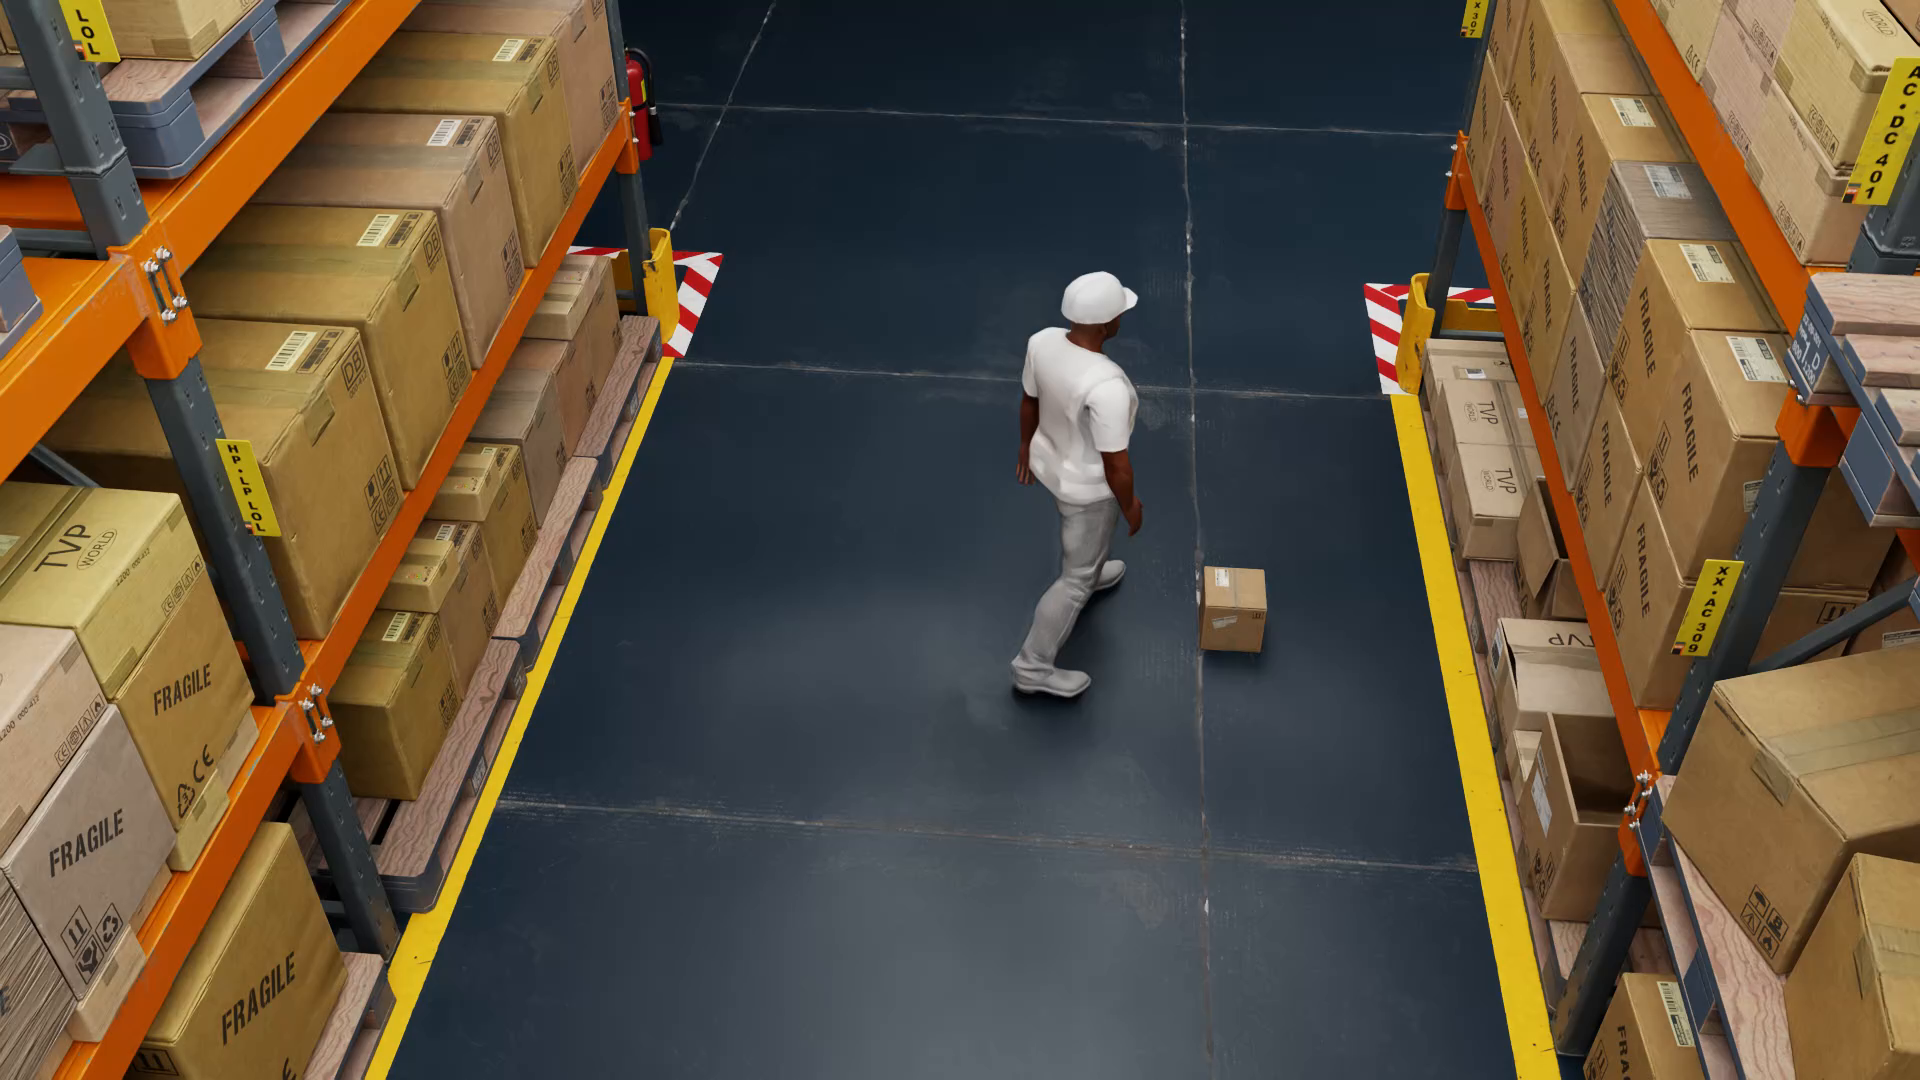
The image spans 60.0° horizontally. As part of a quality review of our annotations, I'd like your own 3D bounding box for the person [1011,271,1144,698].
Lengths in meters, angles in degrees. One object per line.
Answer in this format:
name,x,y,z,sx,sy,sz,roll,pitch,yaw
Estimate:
person,0.486,-0.254,6.450,0.788,1.732,0.668,-18,43,-21
